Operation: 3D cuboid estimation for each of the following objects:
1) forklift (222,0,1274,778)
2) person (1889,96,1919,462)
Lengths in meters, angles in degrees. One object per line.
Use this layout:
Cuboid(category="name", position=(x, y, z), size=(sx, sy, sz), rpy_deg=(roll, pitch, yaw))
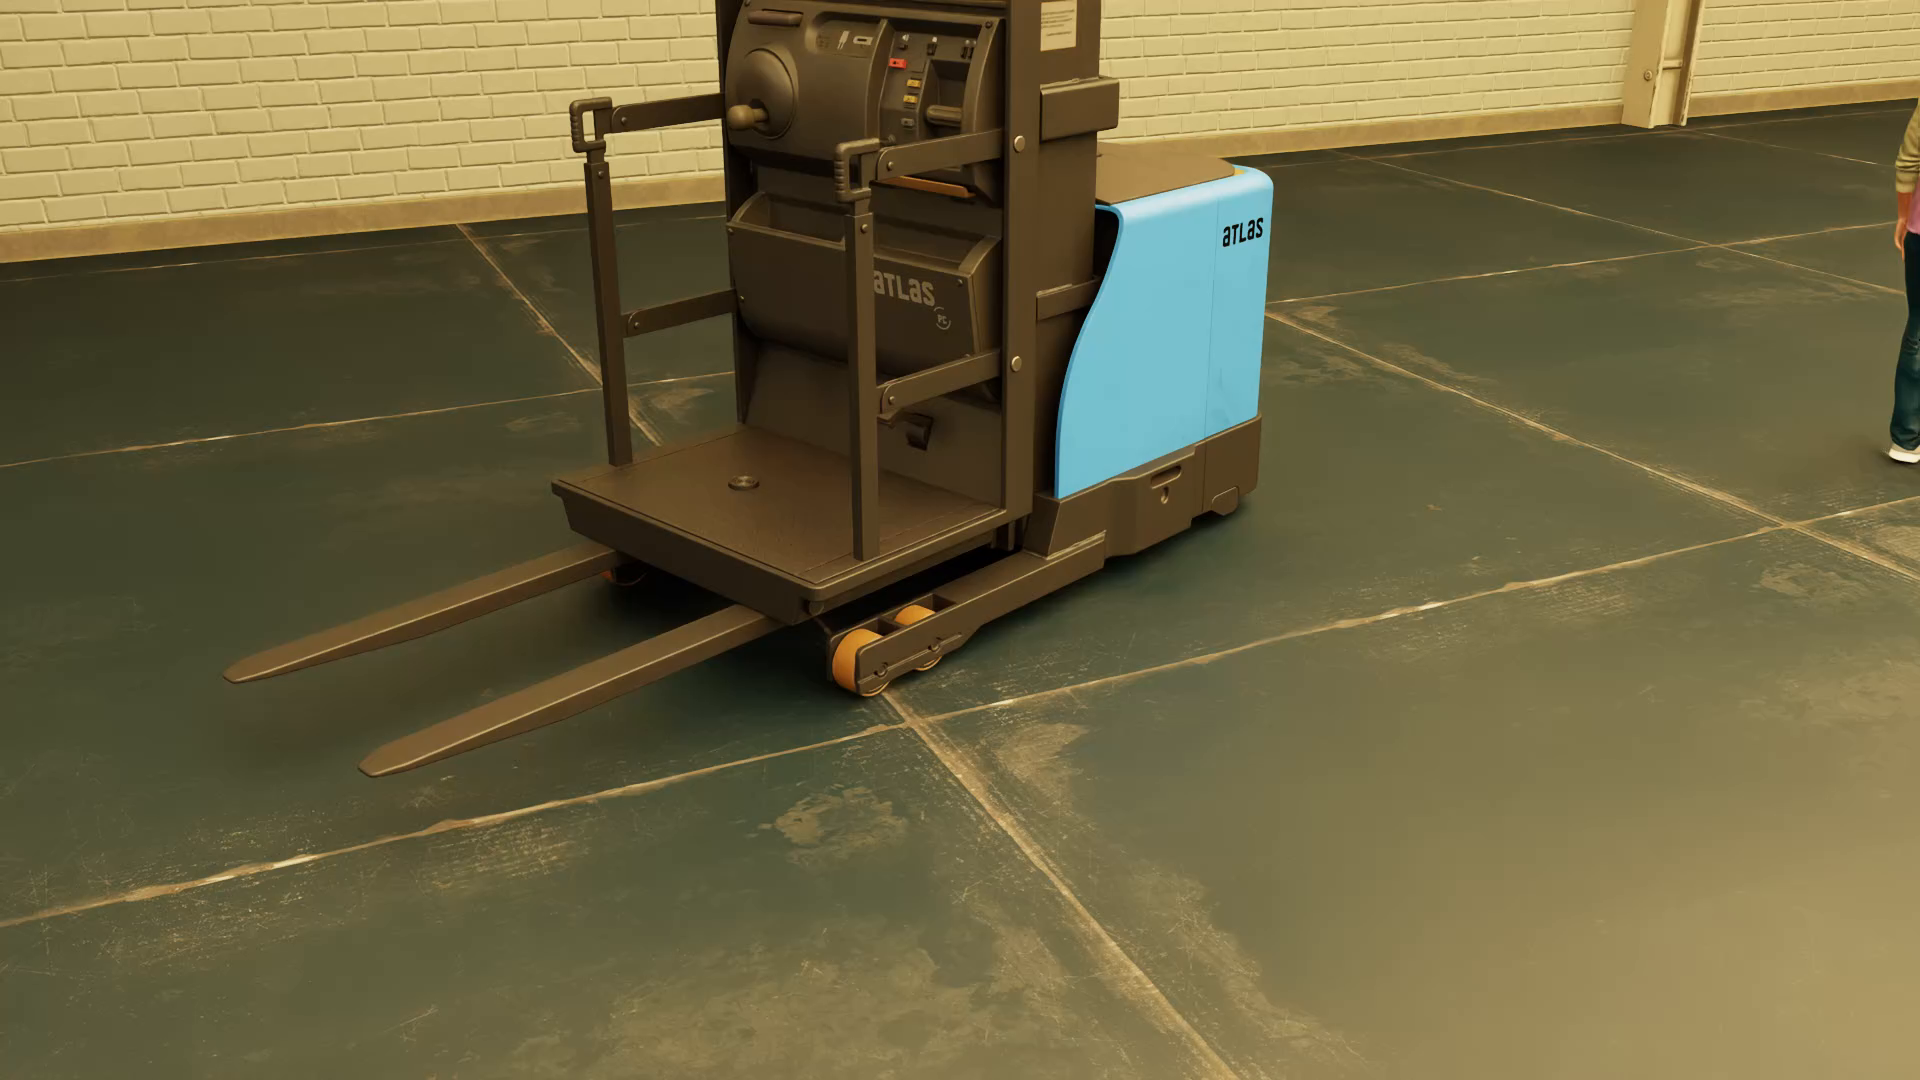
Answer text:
Cuboid(category="forklift", position=(-0.413, -1.182, 4.131), size=(1.130, 2.935, 3.031), rpy_deg=(19, 29, 39))
Cuboid(category="person", position=(3.323, -1.004, 5.445), size=(0.437, 1.610, 0.499), rpy_deg=(-14, 26, -30))
